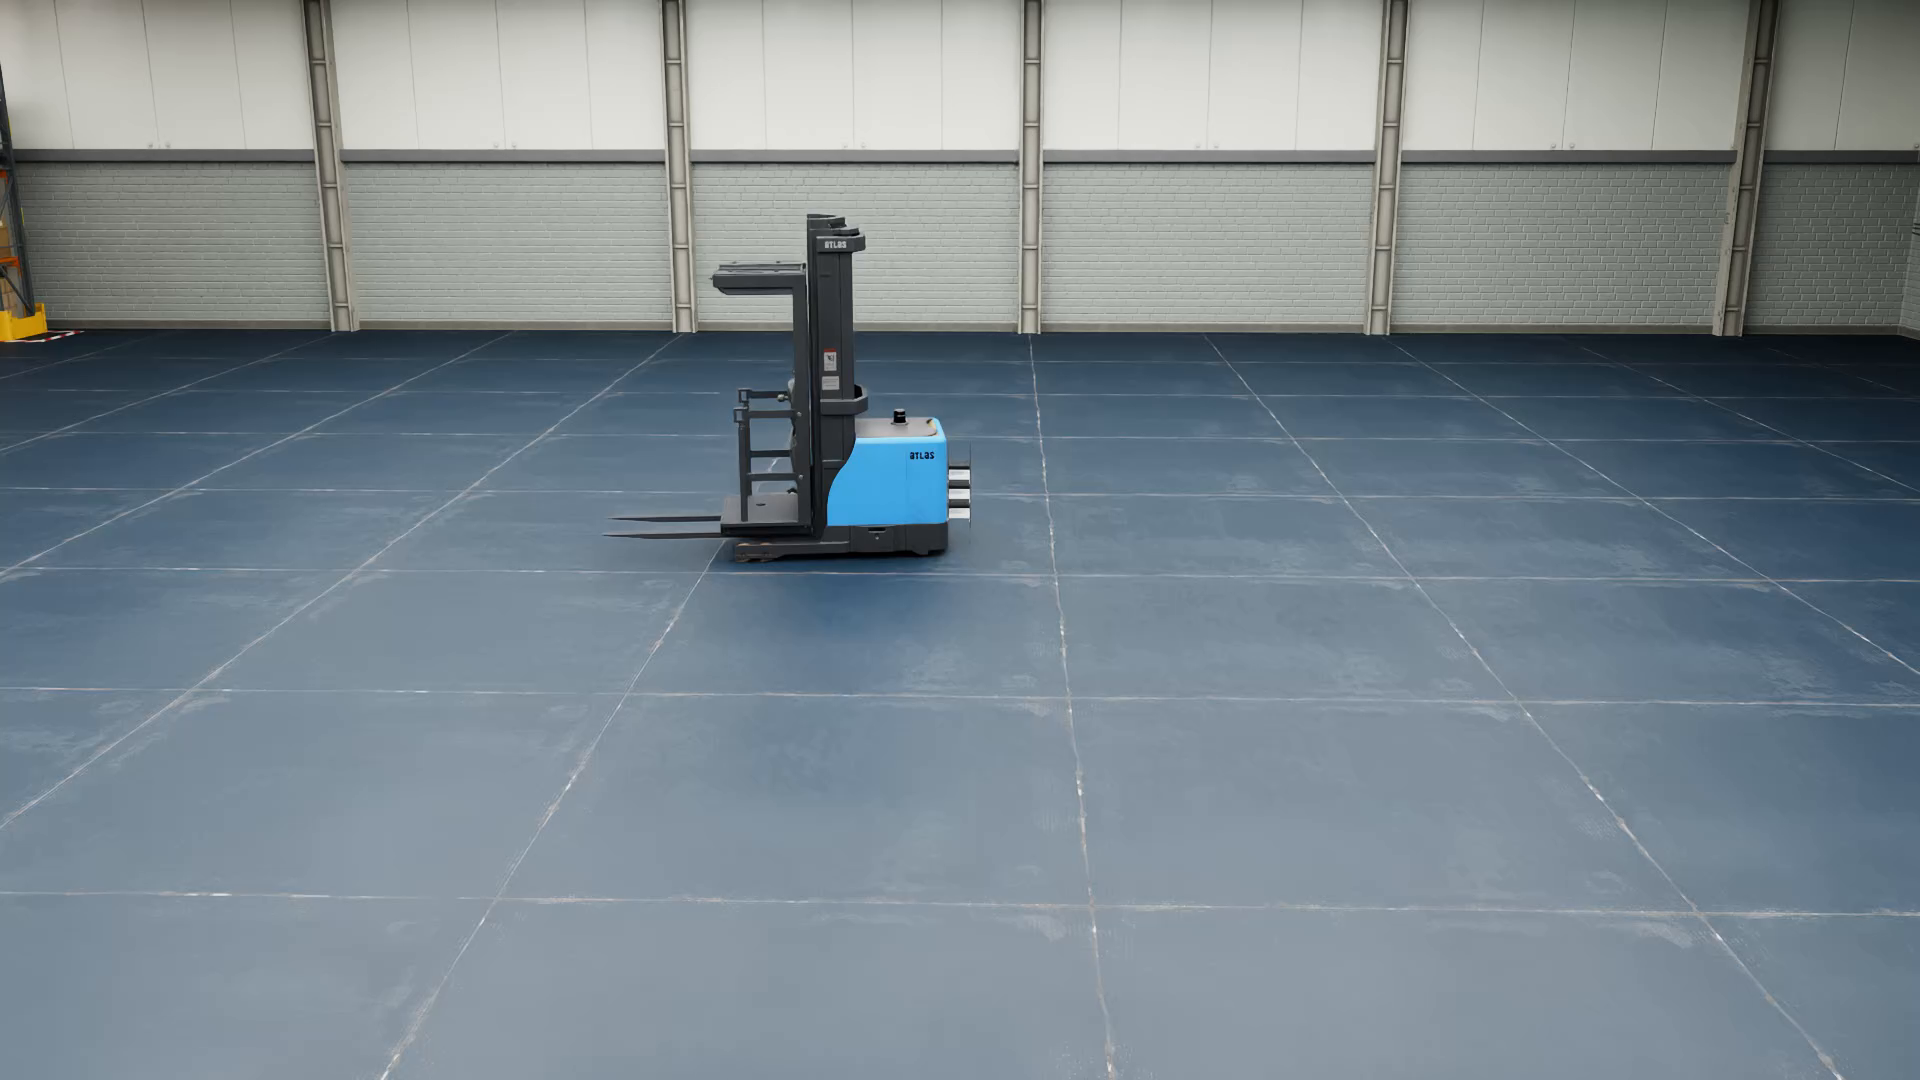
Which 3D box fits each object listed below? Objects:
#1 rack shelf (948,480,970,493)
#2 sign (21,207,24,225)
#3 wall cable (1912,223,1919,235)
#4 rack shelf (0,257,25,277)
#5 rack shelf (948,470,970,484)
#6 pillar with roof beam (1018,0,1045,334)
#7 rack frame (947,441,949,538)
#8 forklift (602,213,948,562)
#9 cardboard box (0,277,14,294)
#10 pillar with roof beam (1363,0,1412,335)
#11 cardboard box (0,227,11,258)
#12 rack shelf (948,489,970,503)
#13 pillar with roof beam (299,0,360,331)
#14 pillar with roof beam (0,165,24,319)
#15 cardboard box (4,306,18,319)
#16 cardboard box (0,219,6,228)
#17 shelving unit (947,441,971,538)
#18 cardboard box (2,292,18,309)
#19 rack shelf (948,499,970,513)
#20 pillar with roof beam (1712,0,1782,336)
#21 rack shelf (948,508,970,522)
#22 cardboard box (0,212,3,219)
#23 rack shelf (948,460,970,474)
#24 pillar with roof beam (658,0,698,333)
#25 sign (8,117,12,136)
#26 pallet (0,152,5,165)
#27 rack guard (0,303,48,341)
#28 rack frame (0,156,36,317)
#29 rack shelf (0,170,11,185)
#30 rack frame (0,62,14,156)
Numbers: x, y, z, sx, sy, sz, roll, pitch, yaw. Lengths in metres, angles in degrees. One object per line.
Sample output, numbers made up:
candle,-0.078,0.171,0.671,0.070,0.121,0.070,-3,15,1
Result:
rack shelf,-0.008,-0.490,15.121,0.200,0.077,0.258,0,15,1
sign,-16.097,-5.539,28.514,0.005,0.325,0.100,0,15,1
wall cable,16.111,-6.023,26.525,0.112,2.526,3.097,0,15,1
rack shelf,-18.116,-4.606,28.239,4.000,0.370,1.077,0,15,1
rack shelf,-0.008,-0.577,15.098,0.200,0.077,0.258,0,15,1
pillar with roof beam,1.094,-6.861,23.615,0.400,9.000,9.100,0,15,1
rack frame,-0.110,-0.436,15.138,0.006,0.900,0.240,0,15,1
forklift,-1.651,-1.364,14.673,3.031,2.935,1.130,-1,15,-5
cardboard box,-16.593,-4.349,28.462,0.500,0.250,0.500,0,15,1
pillar with roof beam,7.092,-6.822,23.467,0.400,9.000,9.100,0,15,1
cardboard box,-16.605,-5.063,28.366,0.500,0.500,0.500,1,15,3
rack shelf,-0.008,-0.403,15.144,0.200,0.077,0.258,0,15,1
pillar with roof beam,-10.902,-6.939,23.912,0.400,9.000,9.100,0,15,1
pillar with roof beam,-16.900,-6.978,24.060,0.400,9.000,9.100,0,15,1
cardboard box,-16.603,-3.868,28.596,0.500,0.250,0.500,0,15,2
cardboard box,-16.449,-5.371,28.261,0.250,0.149,0.380,0,15,0
shelving unit,-0.008,-0.435,15.135,0.210,0.900,0.258,0,15,1
cardboard box,-16.582,-4.112,28.544,0.500,0.250,0.500,1,15,2
rack shelf,-0.008,-0.316,15.167,0.200,0.077,0.258,0,15,1
pillar with roof beam,13.090,-6.783,23.319,0.400,9.000,9.100,0,15,1
rack shelf,-0.008,-0.229,15.190,0.200,0.077,0.258,0,15,1
cardboard box,-16.447,-5.503,28.179,0.250,0.149,0.380,0,15,0
rack shelf,-0.008,-0.664,15.075,0.200,0.077,0.258,0,15,1
pillar with roof beam,-4.904,-6.900,23.763,0.400,9.000,9.100,0,15,1
sign,-16.097,-6.994,28.130,0.005,0.325,0.100,0,15,1
pallet,-16.823,-6.360,27.769,1.213,0.211,1.003,0,15,1
rack guard,-16.093,-3.732,28.416,0.348,0.500,1.175,0,15,1
rack frame,-16.117,-4.941,28.098,0.127,3.000,1.000,0,15,1
rack shelf,-18.116,-6.057,27.856,4.000,0.370,1.077,0,15,1
rack frame,-16.117,-7.842,27.333,0.127,3.000,1.000,0,15,1
